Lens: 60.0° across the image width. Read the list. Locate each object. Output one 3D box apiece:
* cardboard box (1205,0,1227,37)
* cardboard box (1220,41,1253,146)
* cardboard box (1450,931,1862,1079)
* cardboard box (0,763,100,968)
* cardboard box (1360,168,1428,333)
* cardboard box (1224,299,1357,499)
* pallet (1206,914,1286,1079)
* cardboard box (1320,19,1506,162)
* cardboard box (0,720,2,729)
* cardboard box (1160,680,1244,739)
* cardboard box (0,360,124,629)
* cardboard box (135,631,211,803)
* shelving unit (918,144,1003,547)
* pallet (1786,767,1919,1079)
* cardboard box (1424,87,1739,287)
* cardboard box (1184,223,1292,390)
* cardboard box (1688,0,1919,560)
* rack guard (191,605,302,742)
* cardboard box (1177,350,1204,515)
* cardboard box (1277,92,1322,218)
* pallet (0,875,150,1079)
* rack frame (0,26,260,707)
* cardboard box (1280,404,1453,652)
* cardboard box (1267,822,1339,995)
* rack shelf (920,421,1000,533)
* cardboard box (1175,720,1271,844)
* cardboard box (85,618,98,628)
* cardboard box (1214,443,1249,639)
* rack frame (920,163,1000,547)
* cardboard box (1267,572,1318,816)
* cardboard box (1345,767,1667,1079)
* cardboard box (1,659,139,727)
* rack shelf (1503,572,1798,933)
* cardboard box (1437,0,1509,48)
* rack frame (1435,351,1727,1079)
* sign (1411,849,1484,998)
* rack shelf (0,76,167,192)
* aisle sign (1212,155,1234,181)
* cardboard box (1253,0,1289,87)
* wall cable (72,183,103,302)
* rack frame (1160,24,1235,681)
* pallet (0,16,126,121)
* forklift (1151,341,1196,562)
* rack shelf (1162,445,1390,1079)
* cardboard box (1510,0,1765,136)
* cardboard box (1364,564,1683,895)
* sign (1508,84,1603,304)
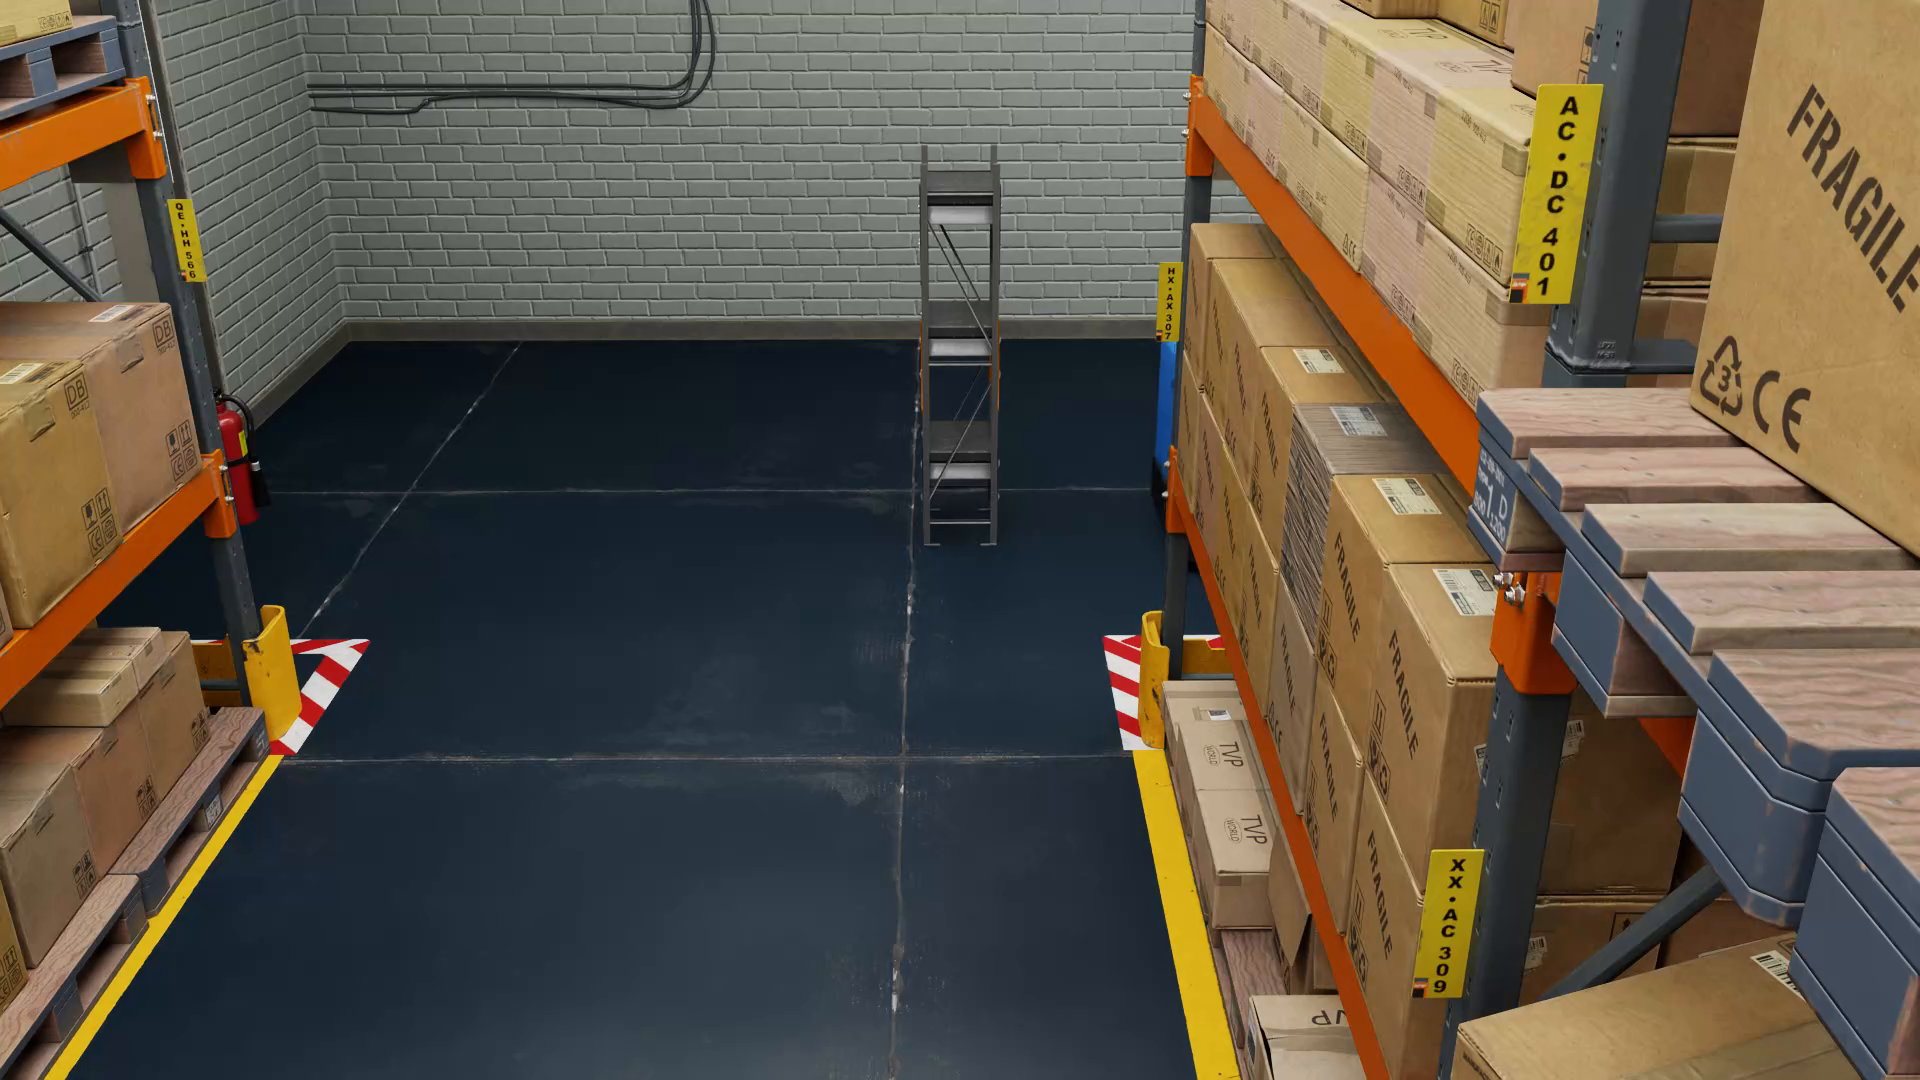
[{"bbox_3d":[1.130,-1.874,5.689,0.500,0.250,0.500,0,24,-1],"label":"cardboard box"},{"bbox_3d":[1.129,-1.440,5.337,0.500,0.250,0.500,0,24,-1],"label":"cardboard box"},{"bbox_3d":[1.210,1.047,2.665,0.700,0.500,0.500,-9,26,-18],"label":"cardboard box"},{"bbox_3d":[-3.449,1.112,5.675,0.700,0.500,0.500,-1,24,-2],"label":"cardboard box"},{"bbox_3d":[1.163,-0.616,3.515,0.500,0.250,0.500,0,24,-1],"label":"cardboard box"},{"bbox_3d":[1.140,-0.456,5.285,0.500,0.500,0.500,0,24,0],"label":"cardboard box"},{"bbox_3d":[1.406,1.571,5.521,1.003,0.211,1.213,0,24,-1],"label":"pallet"},{"bbox_3d":[1.147,-1.050,3.867,0.500,0.250,0.500,0,24,-1],"label":"cardboard box"},{"bbox_3d":[-3.653,0.664,5.878,0.380,0.149,0.250,0,24,0],"label":"cardboard box"},{"bbox_3d":[1.046,0.712,6.962,0.380,0.149,0.250,0,24,-1],"label":"cardboard box"},{"bbox_3d":[-3.534,-0.164,5.608,0.980,0.700,0.700,0,24,-1],"label":"cardboard box"},{"bbox_3d":[-3.461,0.698,6.589,0.700,0.500,0.500,0,24,-1],"label":"cardboard box"},{"bbox_3d":[-0.002,-1.025,8.968,0.431,2.100,0.503,0,24,-1],"label":"shelving unit"},{"bbox_3d":[1.380,0.503,1.087,1.213,0.211,1.003,0,24,-1],"label":"pallet"},{"bbox_3d":[1.152,-0.638,2.956,0.500,0.250,0.500,0,24,-1],"label":"cardboard box"},{"bbox_3d":[1.126,-0.878,6.217,0.500,0.500,0.500,0,24,1],"label":"cardboard box"},{"bbox_3d":[1.361,-0.354,2.000,0.600,0.600,0.600,-3,24,-6],"label":"cardboard box"},{"bbox_3d":[-3.568,0.592,7.335,1.175,0.500,0.348,0,24,-1],"label":"rack guard"},{"bbox_3d":[1.126,-0.422,6.423,0.500,0.500,0.500,0,24,1],"label":"cardboard box"},{"bbox_3d":[1.148,-1.028,4.426,0.500,0.250,0.500,0,24,-1],"label":"cardboard box"},{"bbox_3d":[-3.471,1.564,5.536,1.003,0.211,1.213,0,24,-1],"label":"pallet"},{"bbox_3d":[-3.568,-0.537,6.798,1.000,3.000,0.127,0,24,-1],"label":"rack frame"},{"bbox_3d":[1.151,-0.040,4.363,0.500,0.500,0.500,0,24,0],"label":"cardboard box"},{"bbox_3d":[1.403,1.250,5.341,0.797,0.503,0.637,0,24,-1],"label":"cardboard box"},{"bbox_3d":[-0.002,-0.375,9.262,0.431,0.518,0.480,0,24,-1],"label":"rack shelf"},{"bbox_3d":[1.113,0.923,6.372,0.500,0.250,0.500,0,24,-1],"label":"cardboard box"},{"bbox_3d":[-3.662,0.352,6.568,0.380,0.149,0.250,0,24,0],"label":"cardboard box"},{"bbox_3d":[1.140,-0.003,5.495,0.500,0.500,0.500,0,24,-1],"label":"cardboard box"},{"bbox_3d":[0.001,-0.924,8.746,0.400,2.100,0.015,0,24,-1],"label":"rack frame"},{"bbox_3d":[1.152,0.413,4.576,0.500,0.500,0.500,0,24,1],"label":"cardboard box"},{"bbox_3d":[1.167,0.837,3.638,0.500,0.500,0.500,0,24,0],"label":"cardboard box"},{"bbox_3d":[-3.273,0.560,6.108,0.380,0.149,0.250,0,24,1],"label":"cardboard box"},{"bbox_3d":[1.451,0.873,0.914,1.077,0.370,4.000,0,24,-1],"label":"rack shelf"},{"bbox_3d":[1.510,-1.393,3.716,0.700,0.500,0.500,0,24,-1],"label":"cardboard box"},{"bbox_3d":[1.429,1.087,3.206,1.000,3.000,0.127,0,24,-1],"label":"rack frame"},{"bbox_3d":[0.886,0.698,3.015,0.100,0.325,0.005,0,24,-1],"label":"sign"},{"bbox_3d":[-3.546,-0.752,4.506,1.077,0.370,4.000,0,24,-1],"label":"rack shelf"},{"bbox_3d":[1.091,-1.772,6.374,0.394,0.787,0.004,0,24,-1],"label":"aisle sign"},{"bbox_3d":[1.141,-1.462,4.778,0.500,0.250,0.500,0,24,-1],"label":"cardboard box"},{"bbox_3d":[-4.528,-1.523,7.745,0.084,1.984,1.851,0,24,-1],"label":"wall cable"},{"bbox_3d":[1.385,-0.561,6.850,1.000,3.000,0.127,0,24,-1],"label":"rack frame"},{"bbox_3d":[-3.550,-1.558,5.522,1.003,0.211,1.213,0,24,-1],"label":"pallet"},{"bbox_3d":[2.644,-1.393,8.773,3.031,2.935,1.130,-1,24,-2],"label":"forklift"},{"bbox_3d":[1.407,0.591,5.176,1.077,0.370,4.000,0,24,-1],"label":"rack shelf"},{"bbox_3d":[1.385,-0.981,2.804,0.700,0.500,0.500,0,24,-1],"label":"cardboard box"},{"bbox_3d":[1.164,0.379,3.437,0.500,0.500,0.500,0,24,0],"label":"cardboard box"},{"bbox_3d":[0.886,-0.509,2.469,0.100,0.325,0.005,0,24,-1],"label":"sign"}]
